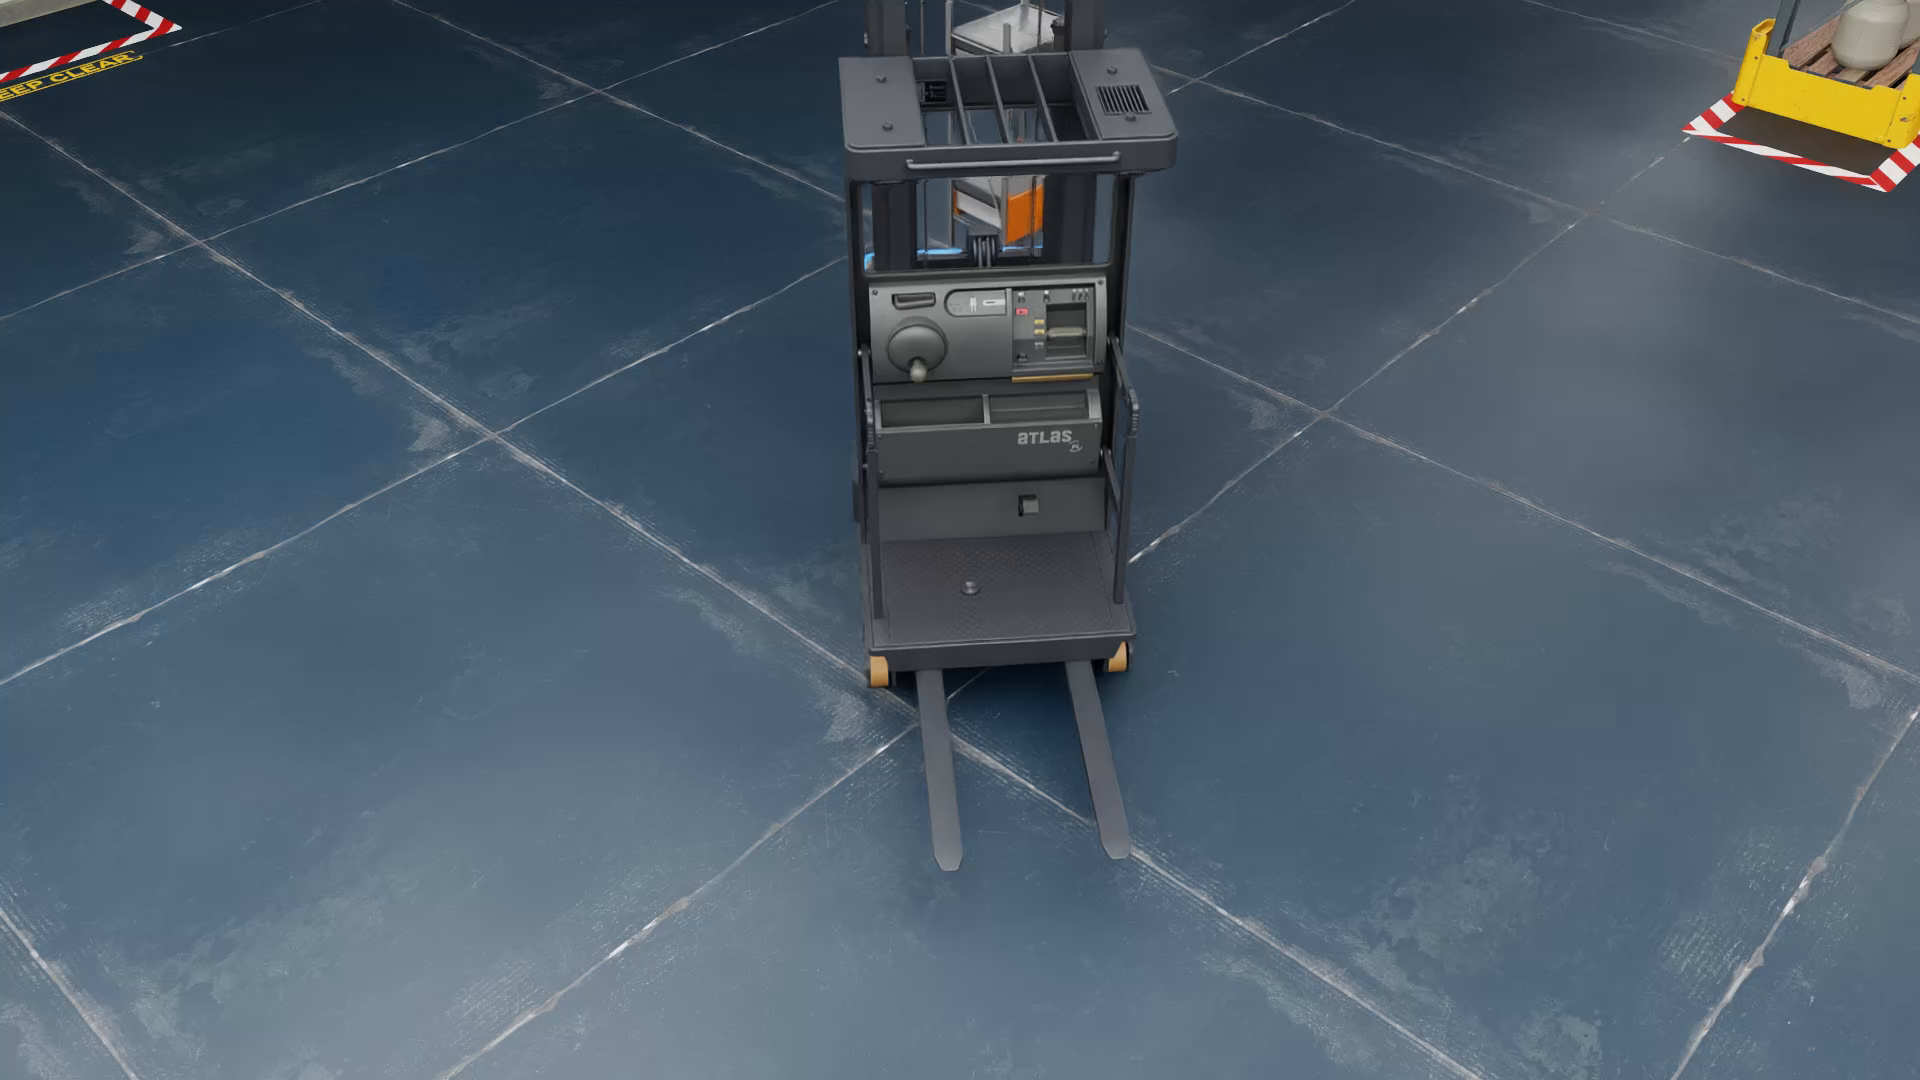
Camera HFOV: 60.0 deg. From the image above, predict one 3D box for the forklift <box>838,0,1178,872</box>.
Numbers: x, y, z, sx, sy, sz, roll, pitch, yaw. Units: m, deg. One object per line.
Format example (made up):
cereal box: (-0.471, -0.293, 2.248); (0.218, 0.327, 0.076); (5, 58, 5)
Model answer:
forklift: (0.134, -0.753, 6.342); (1.130, 2.935, 3.031); (-3, 39, -4)

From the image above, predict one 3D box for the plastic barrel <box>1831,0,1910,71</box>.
plastic barrel: (6.277, -3.539, 11.452); (0.421, 0.512, 0.421); (0, 38, 0)

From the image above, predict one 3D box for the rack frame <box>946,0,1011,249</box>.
rack frame: (0.079, -1.493, 7.940); (0.015, 2.100, 0.400); (-31, 48, -33)

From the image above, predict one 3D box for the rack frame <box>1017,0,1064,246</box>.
rack frame: (0.433, -1.702, 8.203); (0.015, 2.100, 0.400); (-31, 48, -33)

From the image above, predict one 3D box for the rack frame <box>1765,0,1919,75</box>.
rack frame: (5.889, -4.014, 10.388); (1.000, 3.000, 0.127); (30, 47, 32)

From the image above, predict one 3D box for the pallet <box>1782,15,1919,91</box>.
pallet: (6.458, -3.349, 11.791); (1.003, 0.211, 1.213); (30, 47, 32)

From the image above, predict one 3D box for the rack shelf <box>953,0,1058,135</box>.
rack shelf: (0.256, -2.135, 7.645); (0.480, 0.518, 0.431); (-31, 48, -33)

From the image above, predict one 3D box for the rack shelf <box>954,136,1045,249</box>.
rack shelf: (0.256, -1.587, 8.080); (0.480, 0.518, 0.431); (-31, 48, -33)

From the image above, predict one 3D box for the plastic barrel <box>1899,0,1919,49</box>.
plastic barrel: (6.615, -3.770, 11.742); (0.421, 0.512, 0.421); (0, 38, 0)

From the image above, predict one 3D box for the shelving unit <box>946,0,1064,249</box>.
shelving unit: (0.256, -1.597, 8.072); (0.503, 2.100, 0.431); (-31, 48, -33)

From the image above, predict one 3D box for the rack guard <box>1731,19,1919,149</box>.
rack guard: (5.906, -3.091, 11.235); (1.175, 0.500, 0.348); (30, 47, 32)

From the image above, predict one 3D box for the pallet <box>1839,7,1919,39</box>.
pallet: (7.281, -3.906, 12.493); (1.003, 0.211, 1.213); (30, 47, 32)
